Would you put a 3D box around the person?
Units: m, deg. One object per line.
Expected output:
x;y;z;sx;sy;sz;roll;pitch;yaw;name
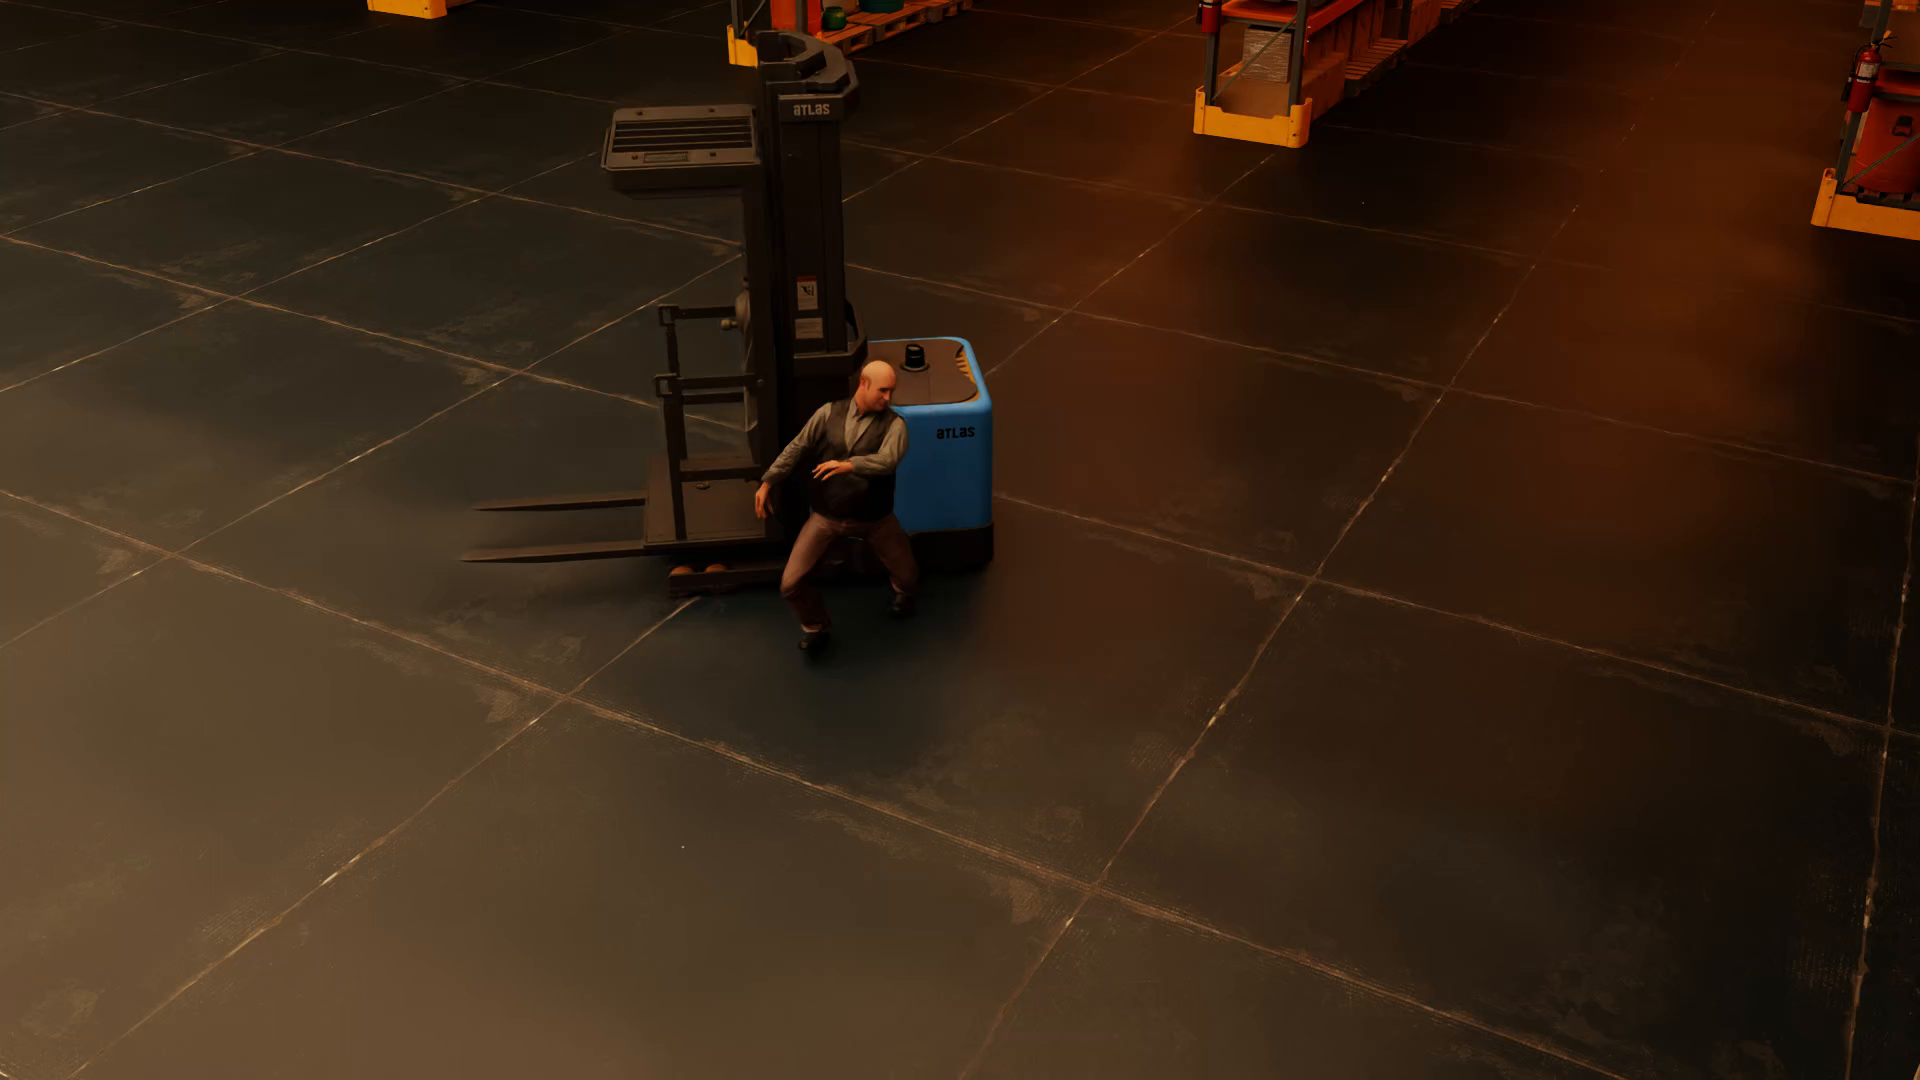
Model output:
-0.640;-0.138;8.682;0.849;1.557;0.833;0;30;0;person

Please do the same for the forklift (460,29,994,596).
-1.363;-1.232;9.205;3.031;2.935;1.130;-4;30;-7;forklift
